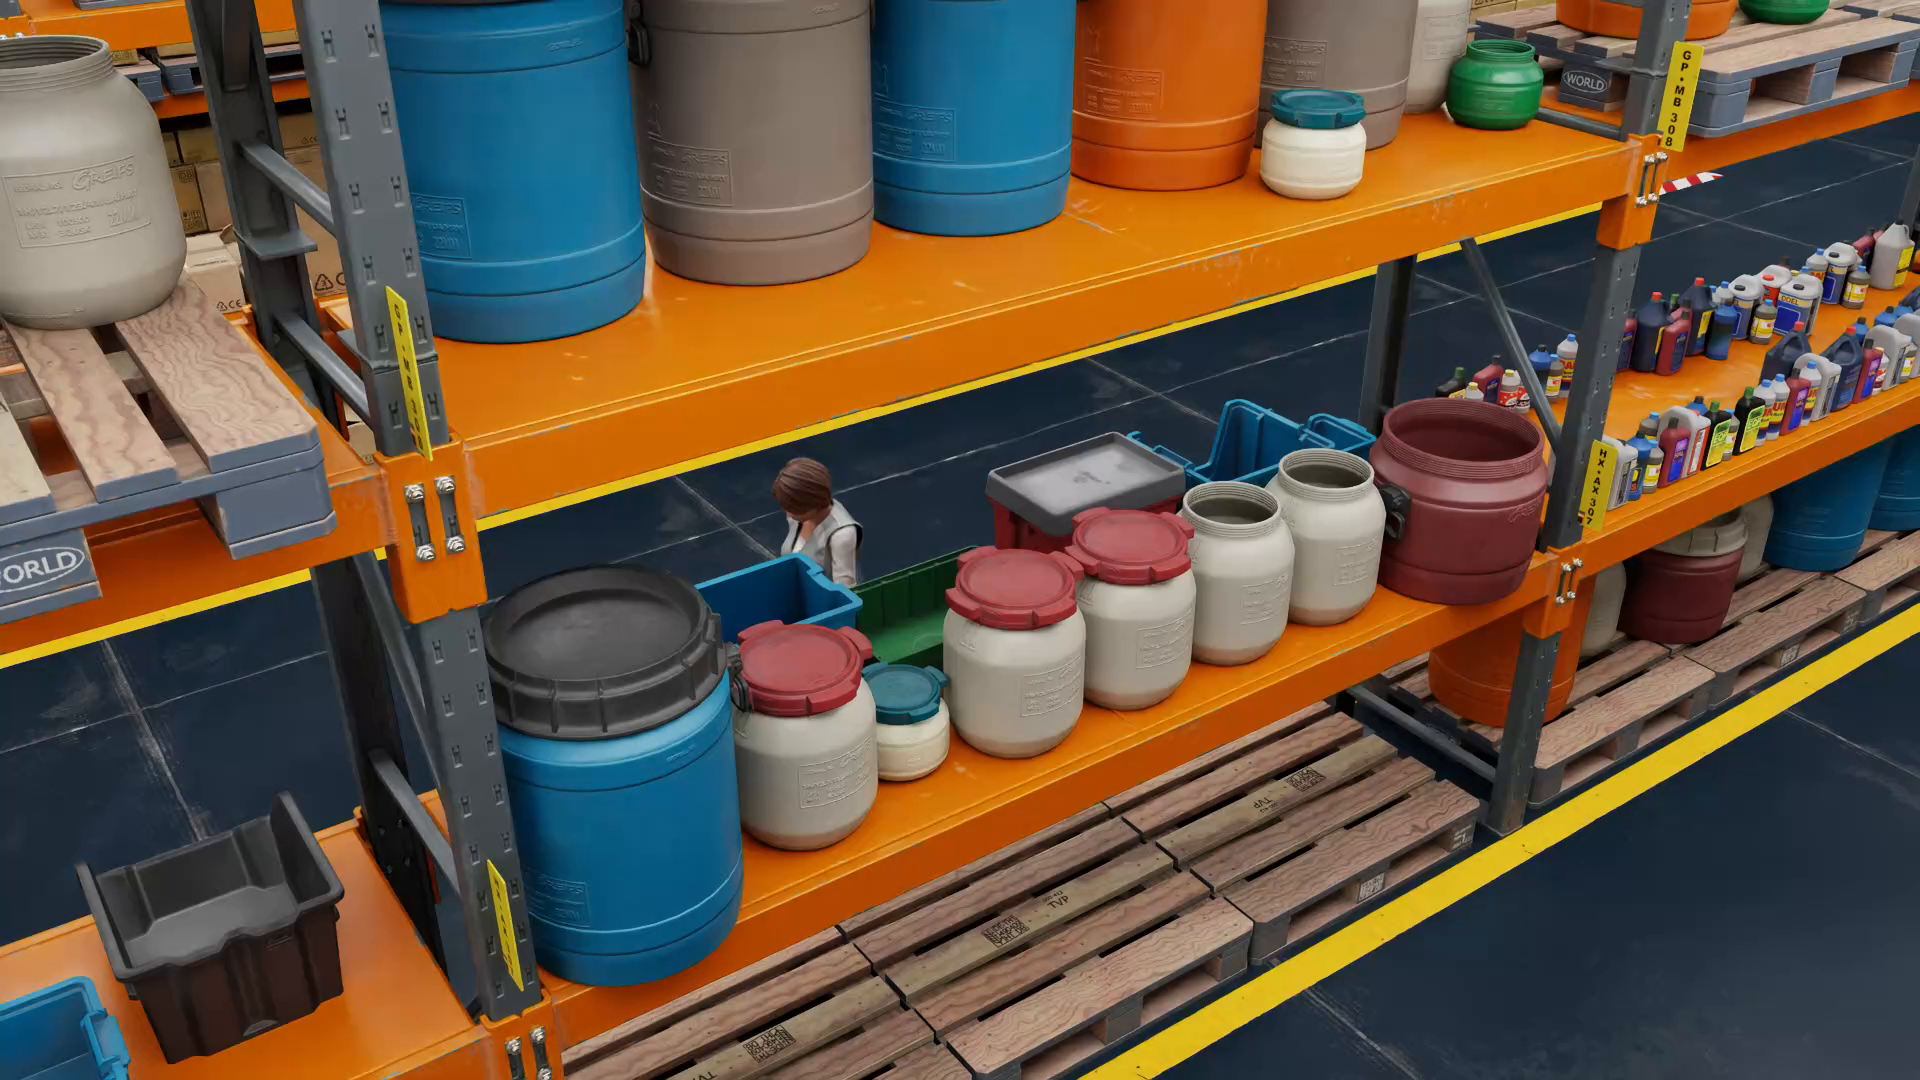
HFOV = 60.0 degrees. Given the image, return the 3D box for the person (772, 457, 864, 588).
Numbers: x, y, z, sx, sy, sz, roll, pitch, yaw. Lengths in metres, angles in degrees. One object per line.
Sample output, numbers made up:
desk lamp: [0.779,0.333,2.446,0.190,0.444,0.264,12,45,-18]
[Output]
person: [-0.524,0.384,6.503,0.368,1.551,0.423,-18,34,-29]
